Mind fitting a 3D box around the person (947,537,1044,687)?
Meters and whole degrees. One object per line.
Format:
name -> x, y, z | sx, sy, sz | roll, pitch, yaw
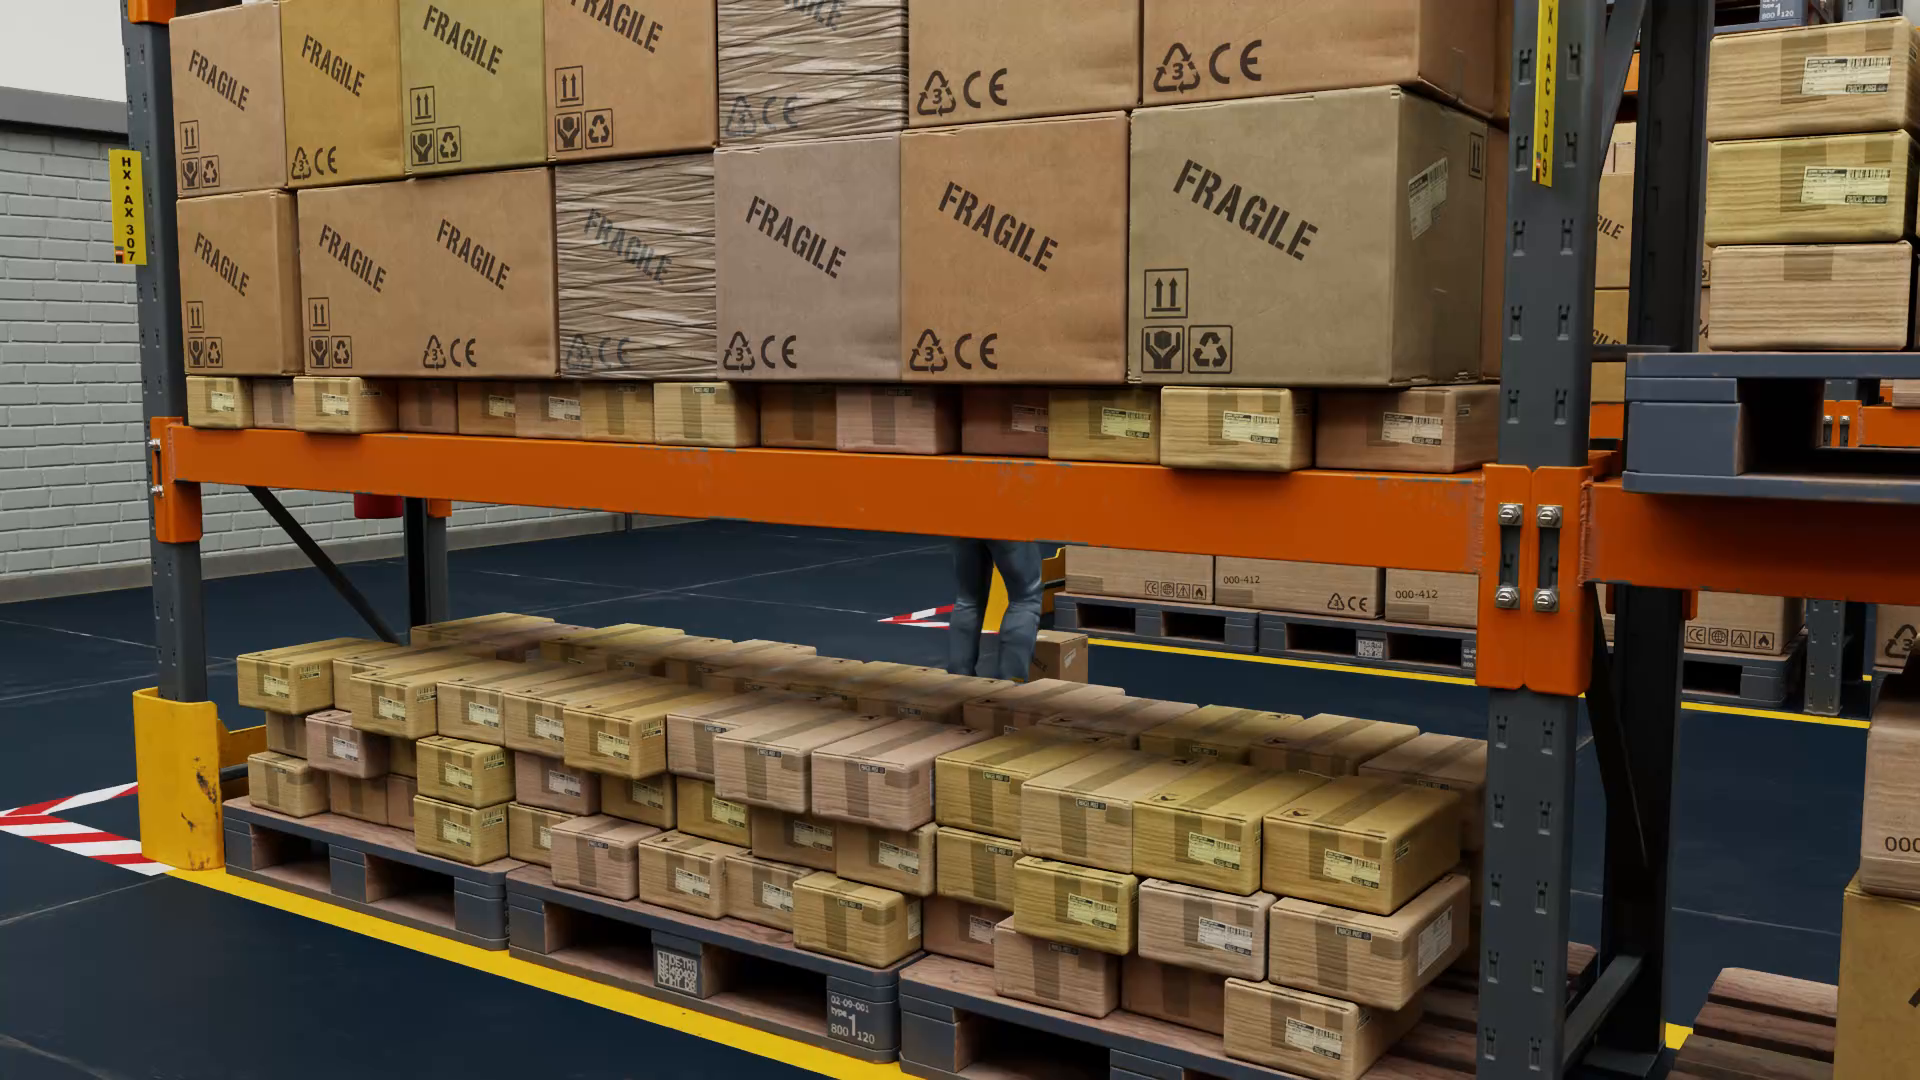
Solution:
person -> 0.126, -0.129, 7.087 | 0.591, 1.717, 0.453 | 4, 8, 35
